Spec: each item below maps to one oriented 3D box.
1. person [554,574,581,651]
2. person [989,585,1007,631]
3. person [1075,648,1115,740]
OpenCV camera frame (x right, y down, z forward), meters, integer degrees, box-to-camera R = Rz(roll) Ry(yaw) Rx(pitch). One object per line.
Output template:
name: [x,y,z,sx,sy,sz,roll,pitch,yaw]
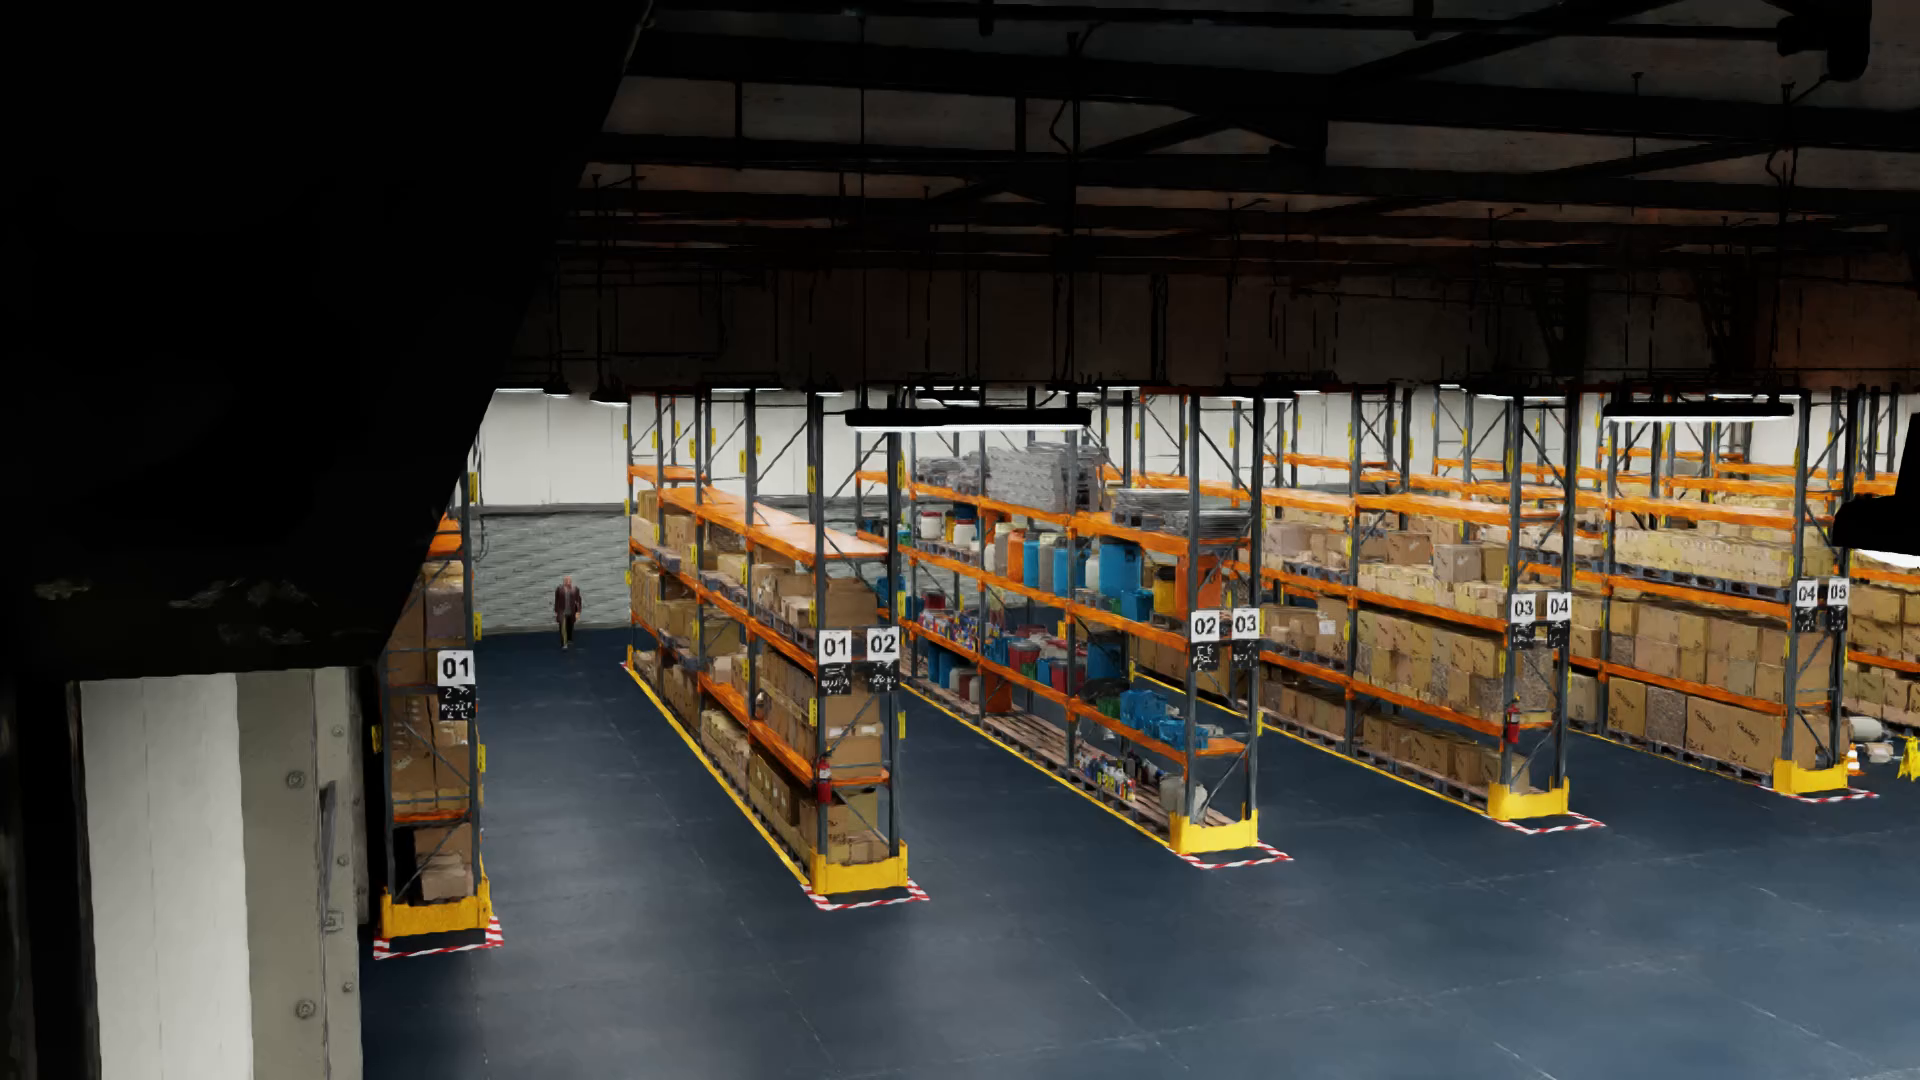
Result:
person: [-8.825,1.603,37.446,0.588,1.700,1.193,-2,6,-21]
person: [0.855,1.586,37.902,0.516,1.672,0.575,-4,7,-33]
person: [2.239,2.588,28.404,0.444,1.604,1.016,-3,7,-27]
